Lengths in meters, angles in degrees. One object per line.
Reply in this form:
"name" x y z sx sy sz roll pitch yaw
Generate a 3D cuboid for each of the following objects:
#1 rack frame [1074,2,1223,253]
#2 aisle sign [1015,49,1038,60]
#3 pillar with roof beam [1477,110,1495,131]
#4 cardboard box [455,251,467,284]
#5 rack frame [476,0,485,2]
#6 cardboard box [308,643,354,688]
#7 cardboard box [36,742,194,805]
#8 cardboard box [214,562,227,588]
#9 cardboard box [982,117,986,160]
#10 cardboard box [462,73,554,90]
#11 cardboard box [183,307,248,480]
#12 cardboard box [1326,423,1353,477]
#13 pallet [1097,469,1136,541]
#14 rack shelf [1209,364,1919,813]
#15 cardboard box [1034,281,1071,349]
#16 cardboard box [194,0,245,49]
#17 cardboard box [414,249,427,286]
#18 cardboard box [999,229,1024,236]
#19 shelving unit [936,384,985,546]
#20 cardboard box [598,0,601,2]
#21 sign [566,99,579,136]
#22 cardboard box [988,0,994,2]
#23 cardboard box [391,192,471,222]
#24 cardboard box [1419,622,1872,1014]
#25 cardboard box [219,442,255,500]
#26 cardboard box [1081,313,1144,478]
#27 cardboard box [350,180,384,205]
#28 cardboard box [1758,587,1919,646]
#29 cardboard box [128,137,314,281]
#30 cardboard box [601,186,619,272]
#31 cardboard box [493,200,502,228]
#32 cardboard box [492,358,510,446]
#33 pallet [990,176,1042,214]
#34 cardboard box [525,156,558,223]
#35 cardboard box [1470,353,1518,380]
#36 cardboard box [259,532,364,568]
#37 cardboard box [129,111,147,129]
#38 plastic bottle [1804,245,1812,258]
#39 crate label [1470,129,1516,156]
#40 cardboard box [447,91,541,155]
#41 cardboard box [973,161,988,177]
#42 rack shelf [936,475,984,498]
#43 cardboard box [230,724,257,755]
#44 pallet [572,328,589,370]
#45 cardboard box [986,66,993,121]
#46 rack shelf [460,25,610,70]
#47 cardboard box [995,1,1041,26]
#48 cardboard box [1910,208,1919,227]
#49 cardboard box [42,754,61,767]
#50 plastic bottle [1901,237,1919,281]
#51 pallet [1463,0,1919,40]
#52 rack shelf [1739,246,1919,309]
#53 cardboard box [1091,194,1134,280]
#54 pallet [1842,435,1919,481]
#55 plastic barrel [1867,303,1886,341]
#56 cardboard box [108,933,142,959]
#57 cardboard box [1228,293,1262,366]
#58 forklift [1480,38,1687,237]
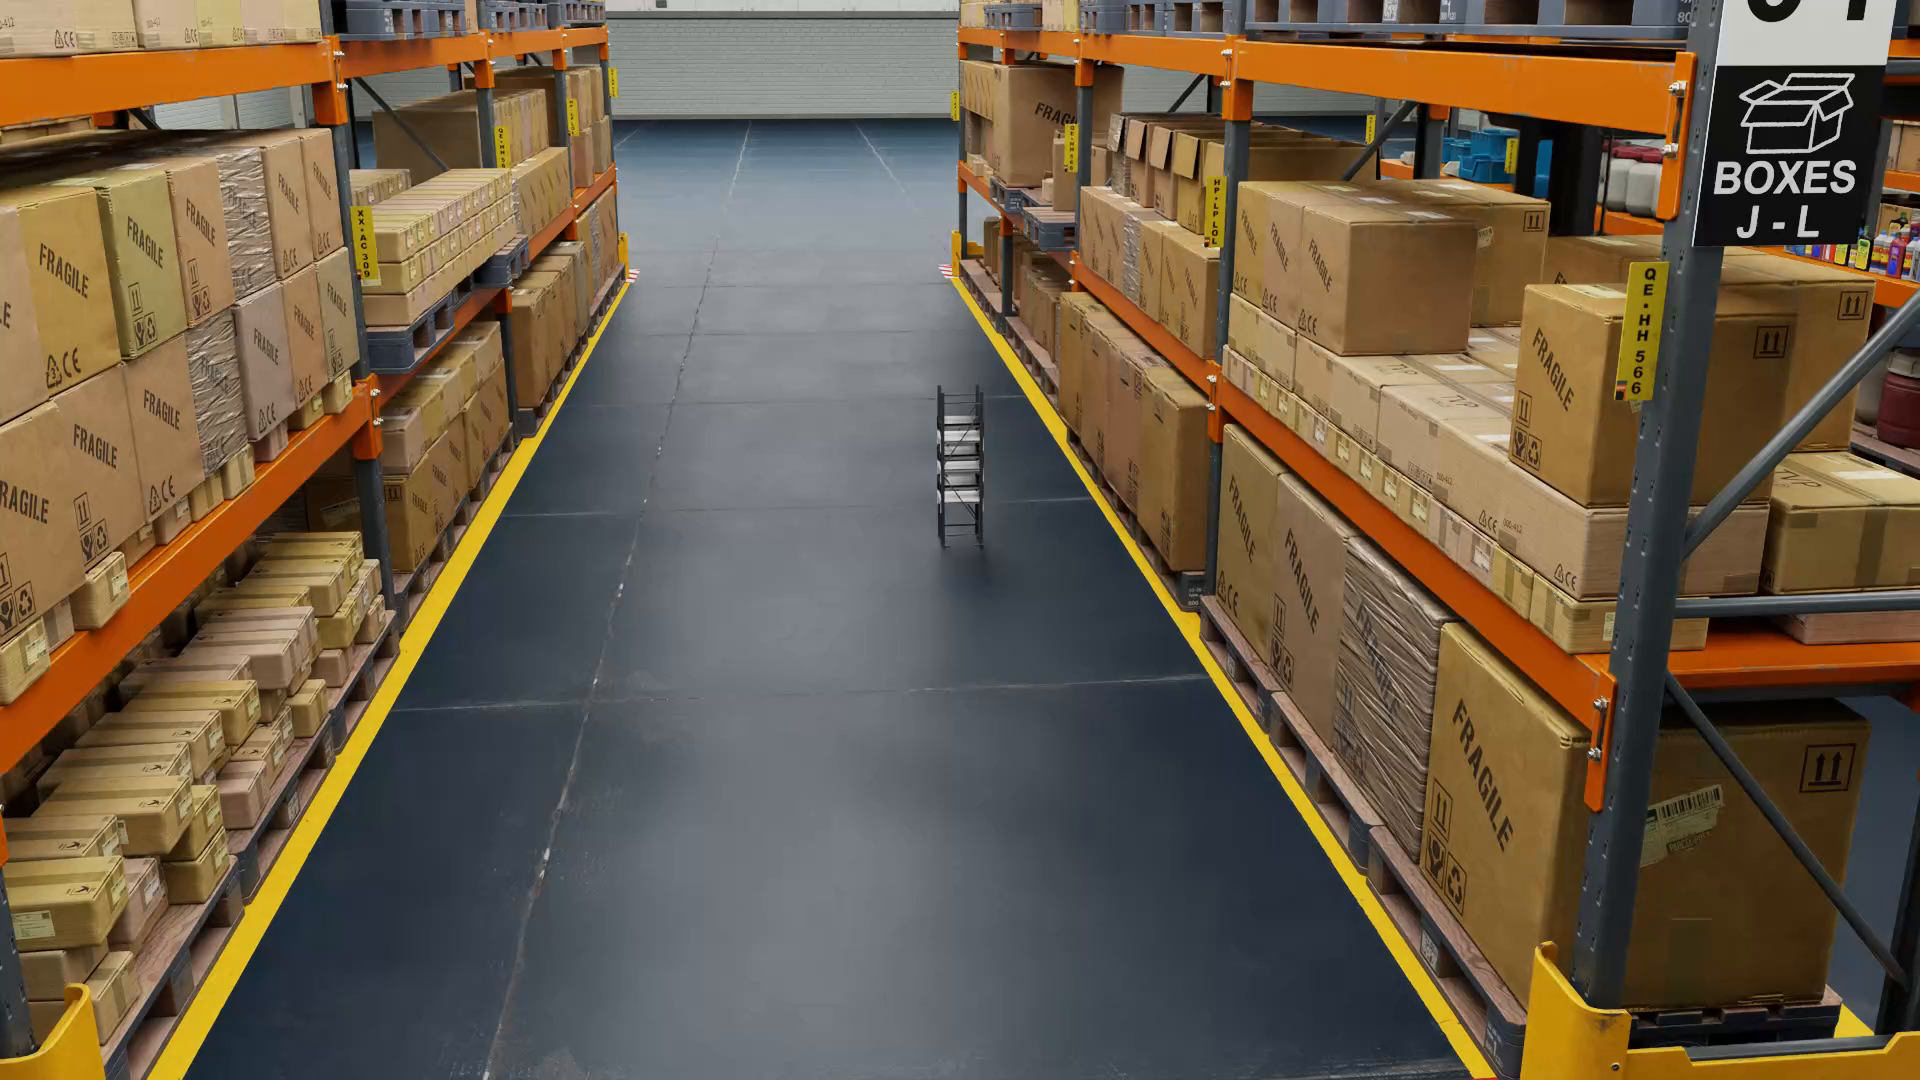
"rack frame" 1.313 -2.217 11.730 1.000 3.000 0.127 -2 18 -6
"aisle sign" 0.780 -5.868 19.021 0.394 0.787 0.004 -2 18 -6
"pillar with roof beam" 9.444 -14.757 41.659 9.100 9.000 0.400 -2 18 -6
"cardboard box" -2.941 -1.503 9.175 0.380 0.149 0.250 -2 18 -7
"rack frame" -3.631 -4.956 10.440 1.000 3.000 0.127 -2 18 -6
"cardboard box" -2.804 0.521 7.068 0.380 0.149 0.250 -2 18 -7
"cardboard box" -2.676 0.770 5.281 0.380 0.149 0.250 -3 18 -8
"cardboard box" -3.419 0.167 7.203 0.380 0.149 0.250 -1 17 -3
"cardboard box" 0.697 -4.330 17.797 0.875 0.500 0.500 -2 18 -6
"cardboard box" -4.219 -4.143 15.814 0.875 0.550 0.550 -2 18 -6
"cardboard box" -2.754 -0.499 5.595 0.500 0.500 0.500 -2 18 -7
"cardboard box" 1.588 -0.342 6.179 0.380 0.149 0.250 -2 18 -7
"pallet" 1.442 -0.287 10.237 1.003 0.211 1.213 -2 18 -6
"rack shelf" 1.932 -0.086 6.144 1.077 0.370 4.000 -2 18 -6
"cardboard box" 1.031 -1.933 14.265 0.700 0.500 0.500 -3 18 -10
"cardboard box" -2.806 -1.823 5.719 0.500 0.250 0.500 -2 18 -6
"cardboard box" -2.830 -1.333 8.137 0.380 0.149 0.250 -2 18 -7
"cardboard box" 0.677 -3.057 17.880 0.500 0.500 0.500 0 17 0
"shelving unit" 0.001 -0.427 9.535 0.258 0.900 0.210 -2 18 -6
"cardboard box" -4.032 -5.796 17.676 0.380 0.149 0.250 -2 17 -5
"sign" -3.505 -3.820 15.035 0.100 0.325 0.005 -2 18 -6
"cardboard box" 0.477 -5.282 16.071 0.380 0.149 0.250 -2 18 -7
"cardboard box" -2.967 -1.863 9.329 0.380 0.149 0.250 -1 17 -4
"cardboard box" 1.993 0.792 4.993 0.875 0.875 0.875 -2 18 -6
"cardboard box" -2.723 -0.241 5.855 0.380 0.149 0.250 -1 17 -5
"cardboard box" 1.448 -0.931 10.482 1.225 0.875 0.875 -2 18 -5
"cardboard box" -3.698 -2.082 10.027 0.380 0.149 0.250 -3 18 -8
"cardboard box" 2.430 0.171 4.545 0.380 0.149 0.250 -2 17 -5
"cardboard box" -2.842 -1.283 6.423 0.500 0.500 0.500 -2 18 -7
"cardboard box" -4.320 -3.464 18.548 0.875 0.875 0.875 -2 18 -5
"cardboard box" -3.068 -2.025 10.342 0.380 0.149 0.250 -1 17 -4
"cardboard box" -3.303 -0.913 11.051 0.500 0.500 0.500 -2 18 -6
"pallet" 0.835 -3.085 14.815 1.003 0.211 1.213 -2 18 -6
"cardboard box" -3.619 -2.885 13.691 0.500 0.500 0.500 -2 17 -5
"cardboard box" 2.190 -0.515 6.063 0.500 0.250 0.500 -2 18 -7
"cardboard box" -2.922 0.072 7.505 0.380 0.149 0.250 -1 17 -4
"cardboard box" -9.039 -4.331 17.800 0.500 0.500 0.500 -2 18 -7
"plastic bottle" 5.958 -2.072 11.600 0.097 0.201 0.097 0 17 0
"crate label" 5.874 -4.230 18.084 0.502 0.435 0.616 -2 18 -6
"cardboard box" -3.931 -3.509 14.011 0.700 0.500 0.500 -2 18 -7
"cardboard box" 0.339 -3.938 17.633 0.380 0.149 0.250 -2 18 -6
"rack shelf" 0.001 -0.309 9.572 0.258 0.077 0.200 -2 18 -6
"cardboard box" -2.817 0.674 6.085 0.380 0.149 0.250 -1 17 -3
"pallet" -3.889 -1.727 14.827 1.003 0.211 1.213 -2 18 -6
"cardboard box" 0.528 -4.350 16.191 0.500 0.500 0.500 -2 18 -6
"rack shelf" -4.250 -4.969 16.691 1.077 0.370 4.000 -2 18 -6
"cardboard box" 0.594 -4.896 15.506 0.500 0.250 0.500 -1 17 -4
"cardboard box" 10.449 -3.240 17.628 0.500 0.500 0.500 -2 18 -6
"cardboard box" -3.273 0.774 5.767 0.380 0.149 0.250 -1 17 -3
"plastic bottle" 6.067 -1.790 10.586 0.097 0.271 0.097 0 17 0
"pallet" 2.051 -1.443 4.405 1.003 0.211 1.213 -2 18 -6
"rack shelf" 6.446 -1.431 10.428 1.077 0.370 4.000 -2 18 -6
"cardboard box" 1.148 -1.958 10.738 0.500 0.500 0.500 -2 18 -7
"pallet" 6.485 -0.443 10.736 1.003 0.211 1.213 -2 18 -6
"plastic barrel" 6.307 -1.390 12.017 0.600 0.830 0.708 -2 18 -6
"cardboard box" -2.650 1.208 4.879 0.380 0.149 0.250 -2 18 -6
"cardboard box" 1.514 -0.947 7.441 0.500 0.250 0.500 -2 18 -7
"forklift" 3.533 -1.446 9.390 1.130 2.935 3.031 -1 17 -3
